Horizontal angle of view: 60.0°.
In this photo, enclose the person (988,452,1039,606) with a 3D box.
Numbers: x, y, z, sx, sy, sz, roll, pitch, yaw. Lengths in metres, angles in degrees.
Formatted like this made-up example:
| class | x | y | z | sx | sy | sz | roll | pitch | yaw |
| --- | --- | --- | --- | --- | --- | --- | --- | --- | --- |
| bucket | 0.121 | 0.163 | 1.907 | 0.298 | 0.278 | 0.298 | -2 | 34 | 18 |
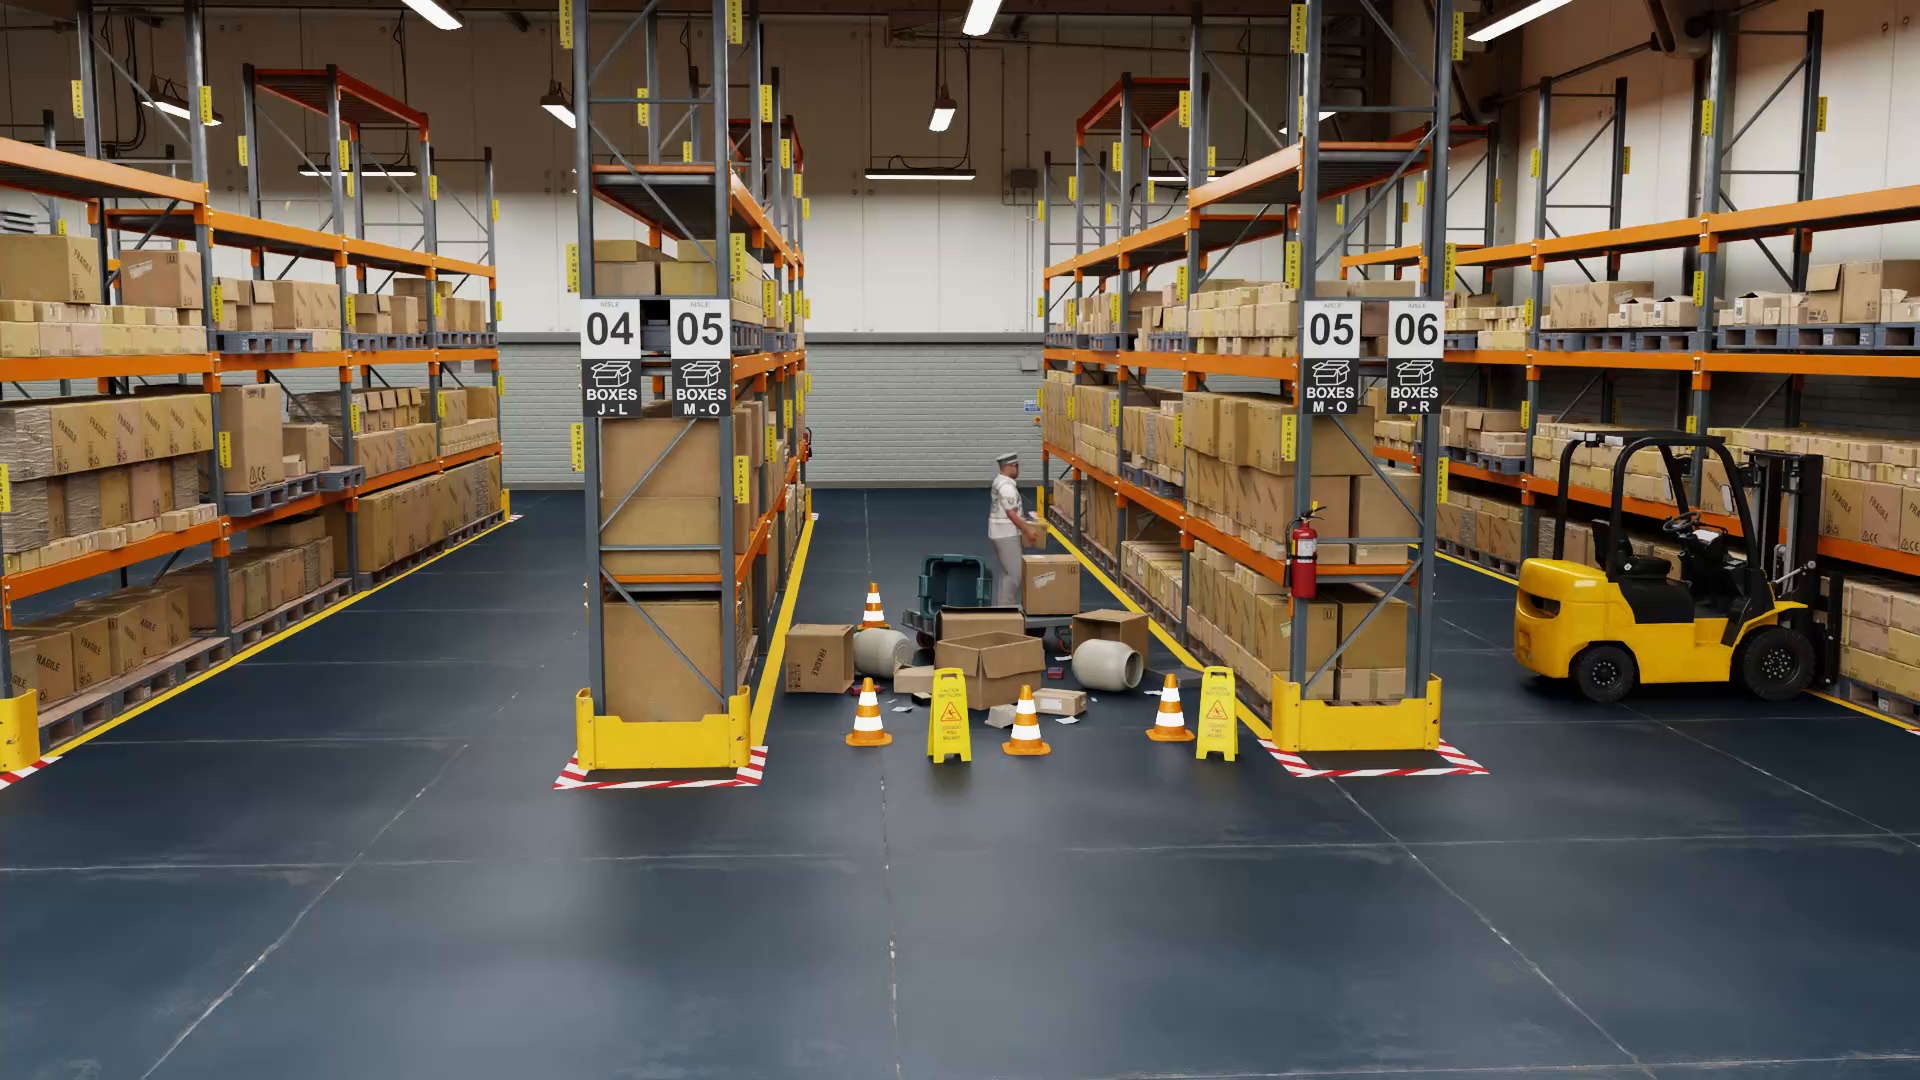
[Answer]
| class | x | y | z | sx | sy | sz | roll | pitch | yaw |
| --- | --- | --- | --- | --- | --- | --- | --- | --- | --- |
| person | 0.559 | -0.040 | 17.461 | 0.512 | 1.768 | 0.530 | -1 | 7 | -4 |
